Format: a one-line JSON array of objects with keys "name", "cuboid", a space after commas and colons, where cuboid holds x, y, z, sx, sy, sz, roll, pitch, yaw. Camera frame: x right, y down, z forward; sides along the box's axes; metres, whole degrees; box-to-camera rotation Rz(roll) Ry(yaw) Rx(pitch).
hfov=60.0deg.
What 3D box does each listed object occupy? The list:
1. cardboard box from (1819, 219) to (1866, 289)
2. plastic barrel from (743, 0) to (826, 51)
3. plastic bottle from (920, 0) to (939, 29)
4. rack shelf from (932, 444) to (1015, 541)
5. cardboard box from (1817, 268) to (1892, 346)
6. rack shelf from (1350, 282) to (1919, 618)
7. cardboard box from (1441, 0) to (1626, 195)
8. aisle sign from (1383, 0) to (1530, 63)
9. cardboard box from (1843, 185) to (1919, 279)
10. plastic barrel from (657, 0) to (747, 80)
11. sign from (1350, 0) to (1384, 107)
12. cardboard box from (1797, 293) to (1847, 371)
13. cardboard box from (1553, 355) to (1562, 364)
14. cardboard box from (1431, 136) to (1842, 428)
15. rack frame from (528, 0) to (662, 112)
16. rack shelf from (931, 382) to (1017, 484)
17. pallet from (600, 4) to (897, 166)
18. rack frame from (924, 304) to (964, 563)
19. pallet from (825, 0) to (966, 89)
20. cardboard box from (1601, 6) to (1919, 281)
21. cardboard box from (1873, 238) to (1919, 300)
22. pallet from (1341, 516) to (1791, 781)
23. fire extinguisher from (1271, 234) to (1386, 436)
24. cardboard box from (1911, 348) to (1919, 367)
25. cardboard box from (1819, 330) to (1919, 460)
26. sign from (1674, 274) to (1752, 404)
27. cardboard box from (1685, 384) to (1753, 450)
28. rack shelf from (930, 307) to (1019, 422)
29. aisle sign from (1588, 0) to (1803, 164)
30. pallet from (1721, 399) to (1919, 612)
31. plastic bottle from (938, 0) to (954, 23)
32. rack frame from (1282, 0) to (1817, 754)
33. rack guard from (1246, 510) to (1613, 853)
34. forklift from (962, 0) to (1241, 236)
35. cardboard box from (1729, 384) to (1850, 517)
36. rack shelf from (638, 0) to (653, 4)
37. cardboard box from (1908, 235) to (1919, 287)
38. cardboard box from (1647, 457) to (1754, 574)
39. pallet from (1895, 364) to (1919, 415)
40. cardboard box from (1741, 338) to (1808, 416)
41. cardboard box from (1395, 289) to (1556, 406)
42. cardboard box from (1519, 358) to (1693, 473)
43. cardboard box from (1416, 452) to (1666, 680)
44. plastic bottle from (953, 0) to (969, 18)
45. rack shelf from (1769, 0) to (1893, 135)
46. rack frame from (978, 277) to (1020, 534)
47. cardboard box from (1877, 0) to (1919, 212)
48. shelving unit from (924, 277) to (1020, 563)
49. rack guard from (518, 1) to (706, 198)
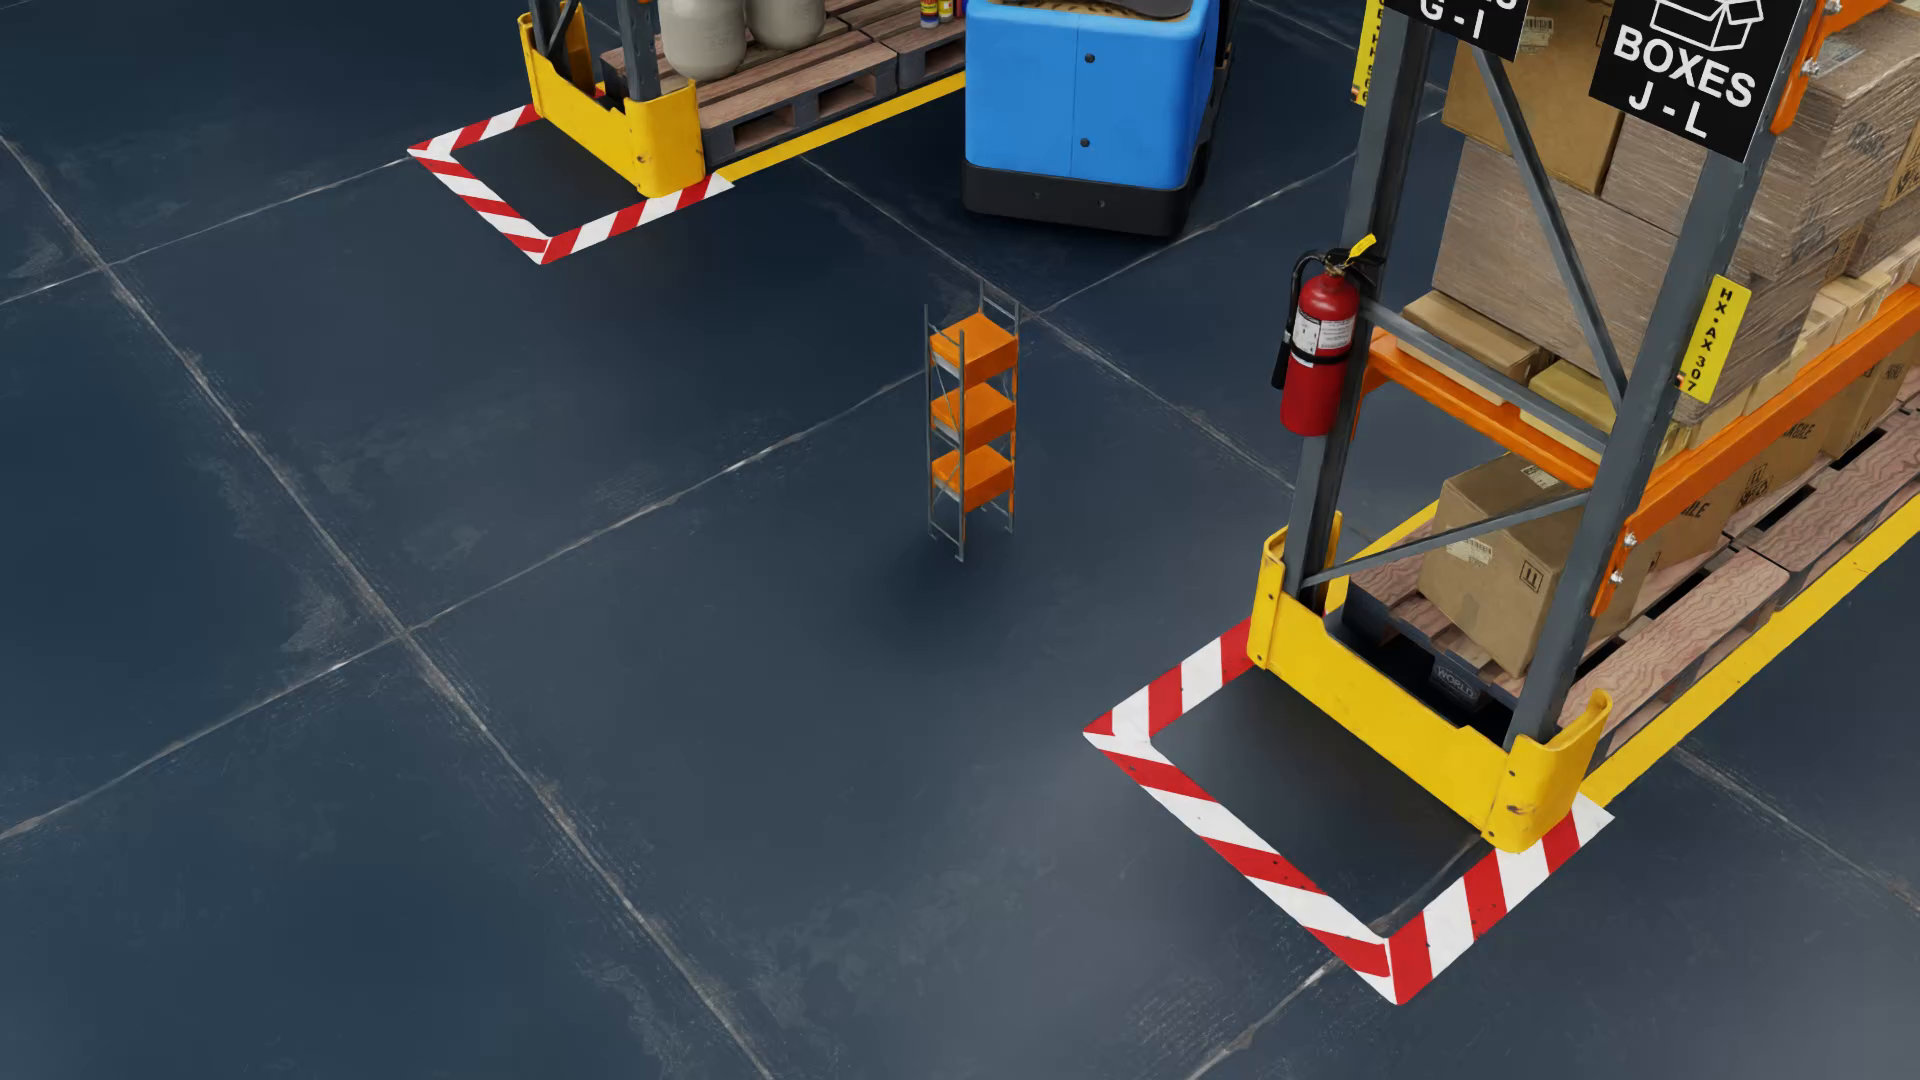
[{"name": "cardboard box", "cuboid": [2.172, -1.098, 4.937, 0.500, 0.500, 0.875, -30, 51, -28]}, {"name": "plastic barrel", "cuboid": [-0.912, -2.839, 8.593, 0.421, 0.512, 0.421, 0, 43, 0]}, {"name": "plastic bottle", "cuboid": [-0.161, -2.842, 8.757, 0.097, 0.271, 0.097, 0, 43, 0]}, {"name": "rack shelf", "cuboid": [0.041, -0.196, 6.113, 0.240, 0.259, 0.215, -30, 51, -28]}, {"name": "cardboard box", "cuboid": [2.578, -0.780, 5.073, 0.250, 0.149, 0.380, -30, 51, -28]}, {"name": "rack shelf", "cuboid": [2.960, -1.059, 5.712, 4.000, 0.370, 1.077, -30, 51, -28]}, {"name": "cardboard box", "cuboid": [1.689, -1.324, 4.448, 0.500, 0.500, 0.500, -30, 51, -28]}, {"name": "aisle sign", "cuboid": [1.186, -1.521, 3.779, 0.004, 0.787, 0.394, -30, 51, -28]}, {"name": "cardboard box", "cuboid": [2.583, -1.294, 5.147, 0.500, 0.500, 0.875, -30, 51, -28]}, {"name": "plastic barrel", "cuboid": [-1.296, -2.619, 8.358, 0.421, 0.512, 0.421, 0, 43, 0]}, {"name": "sign", "cuboid": [1.085, -1.280, 4.346, 0.005, 0.325, 0.100, -30, 51, -28]}, {"name": "cardboard box", "cuboid": [2.381, -0.674, 4.960, 0.250, 0.149, 0.380, -30, 51, -28]}, {"name": "cardboard box", "cuboid": [1.704, -0.694, 4.982, 0.250, 0.149, 0.380, -30, 51, -28]}, {"name": "cardboard box", "cuboid": [1.865, -0.815, 4.636, 0.500, 0.500, 0.875, -30, 51, -28]}, {"name": "rack frame", "cuboid": [-1.752, -3.044, 7.300, 0.127, 3.000, 1.000, -30, 51, -28]}, {"name": "rack shelf", "cuboid": [0.041, -0.398, 5.923, 0.240, 0.259, 0.215, -30, 51, -28]}, {"name": "pallet", "cuboid": [-1.097, -2.439, 8.693, 1.213, 0.211, 1.003, -30, 51, -28]}, {"name": "rack frame", "cuboid": [-0.053, -0.353, 5.859, 0.008, 1.050, 0.200, -30, 51, -28]}, {"name": "pallet", "cuboid": [-0.162, -2.972, 9.261, 1.213, 0.211, 1.003, -30, 51, -28]}, {"name": "cardboard box", "cuboid": [2.023, -1.051, 4.157, 0.500, 0.500, 0.500, -30, 51, -28]}, {"name": "cardboard box", "cuboid": [2.752, -0.904, 5.205, 0.250, 0.149, 0.380, -30, 51, -28]}, {"name": "pallet", "cuboid": [2.130, 0.202, 5.881, 1.213, 0.211, 1.003, -30, 51, -28]}, {"name": "fire extinguisher", "cuboid": [1.042, -0.606, 4.761, 0.183, 0.674, 0.296, -30, 51, -28]}, {"name": "cardboard box", "cuboid": [3.727, -1.032, 6.676, 0.500, 0.500, 0.500, -15, 45, -16]}, {"name": "cardboard box", "cuboid": [3.301, -0.718, 6.342, 0.500, 0.500, 0.500, 34, 53, 31]}, {"name": "sign", "cuboid": [1.774, -0.474, 3.931, 0.005, 0.325, 0.100, -30, 51, -28]}, {"name": "cardboard box", "cuboid": [2.001, -0.451, 4.723, 0.250, 0.149, 0.380, -30, 51, -28]}, {"name": "rack shelf", "cuboid": [0.041, -0.605, 5.729, 0.240, 0.259, 0.215, -30, 51, -28]}, {"name": "aisle sign", "cuboid": [1.571, -1.206, 3.444, 0.004, 0.787, 0.394, -30, 51, -28]}, {"name": "pallet", "cuboid": [3.065, -0.331, 6.448, 1.213, 0.211, 1.003, -30, 51, -28]}, {"name": "plastic bottle", "cuboid": [-0.082, -2.862, 8.829, 0.097, 0.201, 0.097, 0, 43, 0]}, {"name": "rack frame", "cuboid": [1.426, -0.443, 4.531, 0.127, 3.000, 1.000, -30, 51, -28]}, {"name": "rack guard", "cuboid": [1.484, 0.435, 5.422, 0.348, 0.500, 1.175, -30, 51, -28]}, {"name": "forklift", "cuboid": [0.854, -3.484, 7.819, 1.130, 2.935, 3.031, 9, 44, 10]}, {"name": "cardboard box", "cuboid": [2.844, -0.496, 6.106, 0.500, 0.500, 0.500, -25, 49, -24]}, {"name": "rack shelf", "cuboid": [-0.218, -3.660, 8.481, 4.000, 0.370, 1.077, -30, 51, -28]}, {"name": "cardboard box", "cuboid": [3.010, -0.959, 5.264, 0.250, 0.149, 0.380, -30, 51, -28]}, {"name": "cardboard box", "cuboid": [2.352, -0.231, 5.824, 0.500, 0.500, 0.500, -17, 46, -18]}, {"name": "pallet", "cuboid": [4.001, -0.870, 7.022, 1.213, 0.211, 1.003, -30, 51, -28]}, {"name": "cardboard box", "cuboid": [2.203, -0.553, 4.831, 0.250, 0.149, 0.380, -30, 51, -28]}, {"name": "cardboard box", "cuboid": [1.512, -0.585, 4.865, 0.250, 0.149, 0.380, -30, 51, -28]}, {"name": "cardboard box", "cuboid": [1.797, -0.351, 4.617, 0.250, 0.149, 0.380, -30, 51, -28]}, {"name": "cardboard box", "cuboid": [1.916, 0.050, 5.525, 0.500, 0.500, 0.500, -21, 47, -21]}, {"name": "plastic bottle", "cuboid": [0.024, -2.937, 8.848, 0.133, 0.283, 0.061, -29, 50, -27]}, {"name": "rack shelf", "cuboid": [2.960, -2.153, 4.685, 4.000, 0.370, 1.077, -30, 51, -28]}, {"name": "rack frame", "cuboid": [0.135, -0.460, 5.973, 0.008, 1.050, 0.200, -30, 51, -28]}, {"name": "cardboard box", "cuboid": [2.411, -1.267, 4.387, 0.500, 0.500, 0.500, -30, 51, -28]}, {"name": "shelving unit", "cuboid": [0.041, -0.406, 5.916, 0.252, 1.050, 0.215, -30, 51, -28]}, {"name": "rack guard", "cuboid": [-1.724, -2.191, 8.217, 0.348, 0.500, 1.175, -30, 51, -28]}]
